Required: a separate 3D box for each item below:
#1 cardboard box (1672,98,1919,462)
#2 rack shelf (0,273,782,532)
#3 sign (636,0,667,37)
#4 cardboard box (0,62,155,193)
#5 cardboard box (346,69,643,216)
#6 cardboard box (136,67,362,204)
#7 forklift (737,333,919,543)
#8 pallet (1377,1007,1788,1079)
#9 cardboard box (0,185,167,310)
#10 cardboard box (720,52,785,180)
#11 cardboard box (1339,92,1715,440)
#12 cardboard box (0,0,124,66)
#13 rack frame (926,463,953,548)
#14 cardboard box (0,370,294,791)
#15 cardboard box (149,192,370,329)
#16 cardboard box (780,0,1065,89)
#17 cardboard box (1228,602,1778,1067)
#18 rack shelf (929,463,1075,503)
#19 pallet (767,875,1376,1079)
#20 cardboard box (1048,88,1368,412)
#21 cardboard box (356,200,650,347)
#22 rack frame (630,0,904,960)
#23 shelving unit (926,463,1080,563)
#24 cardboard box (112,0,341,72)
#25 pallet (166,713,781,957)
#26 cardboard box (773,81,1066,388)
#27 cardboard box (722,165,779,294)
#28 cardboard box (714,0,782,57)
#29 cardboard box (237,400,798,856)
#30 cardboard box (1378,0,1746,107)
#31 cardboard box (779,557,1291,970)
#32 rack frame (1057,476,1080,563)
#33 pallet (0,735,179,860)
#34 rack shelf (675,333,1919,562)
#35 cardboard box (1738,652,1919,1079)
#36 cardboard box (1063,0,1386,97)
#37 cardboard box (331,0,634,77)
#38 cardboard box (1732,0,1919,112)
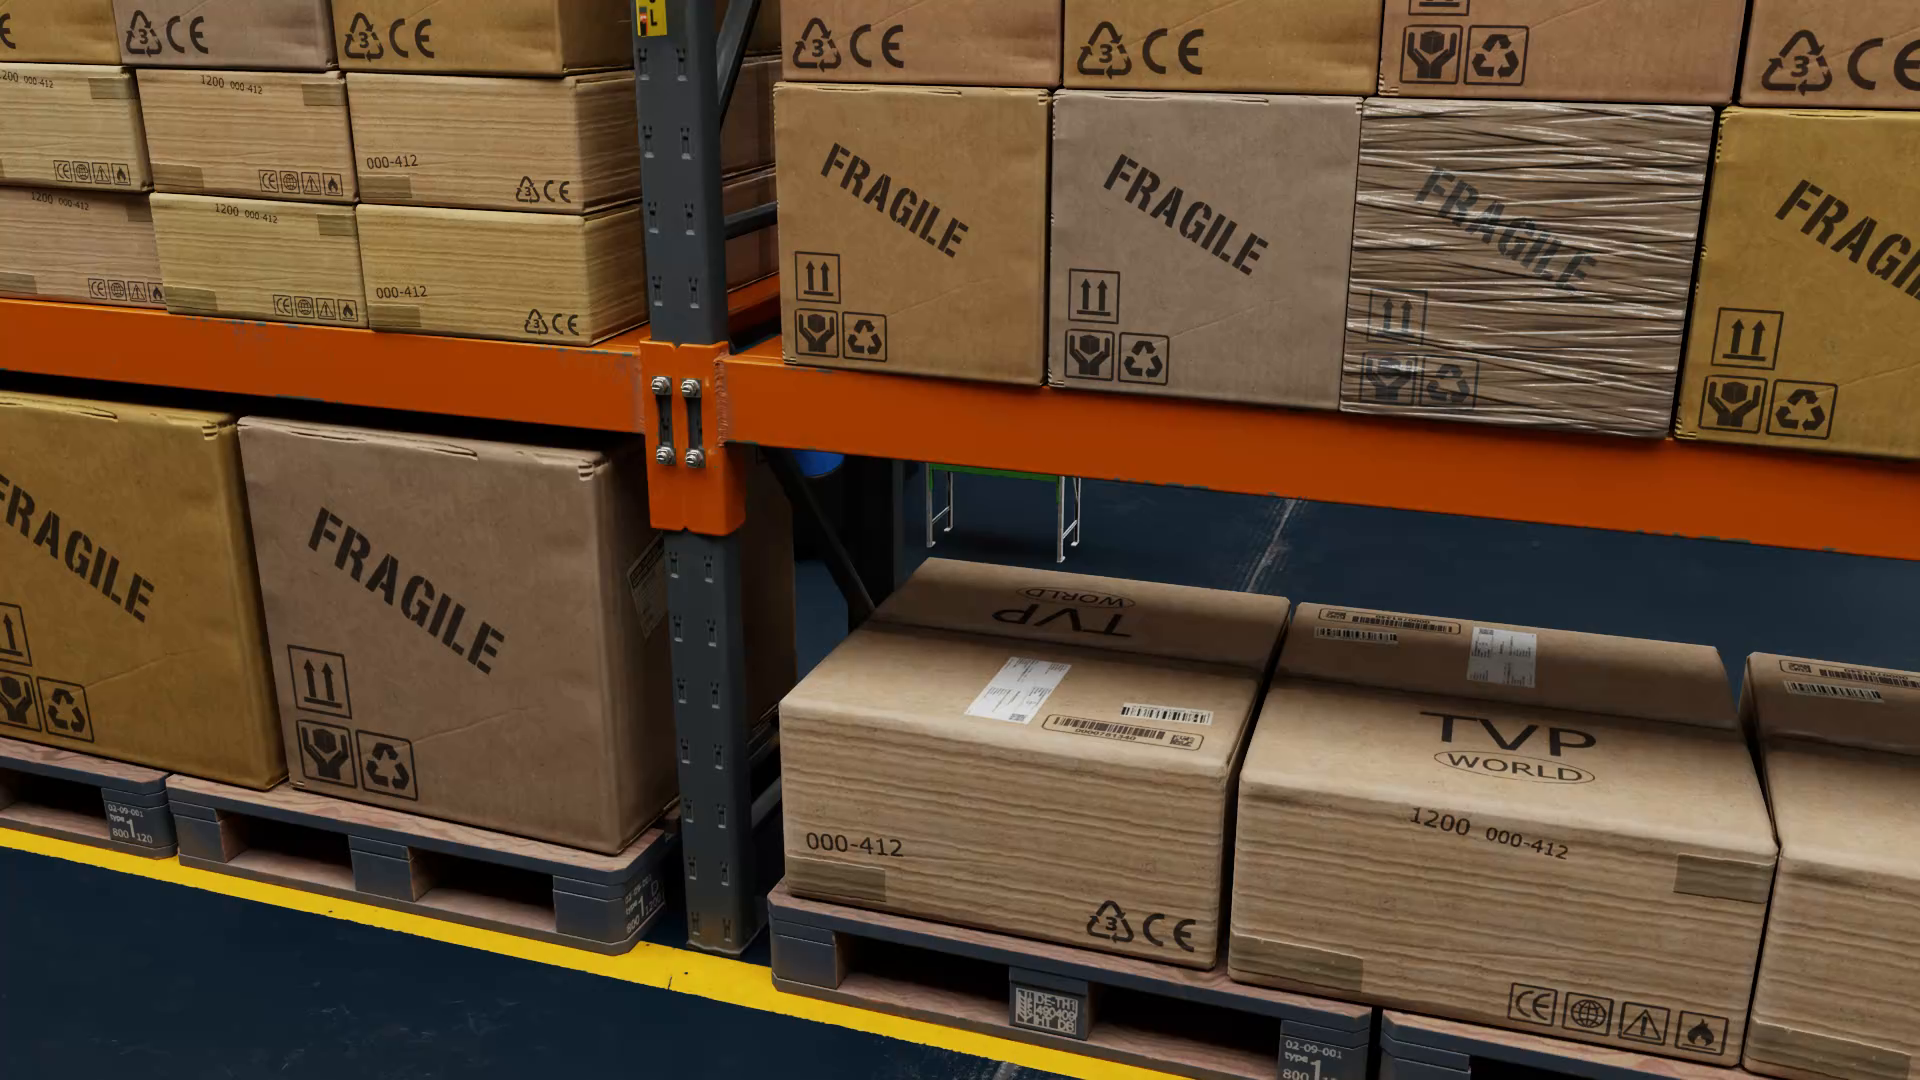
[{"bbox_3d":[1.424,-0.437,2.620,0.500,0.500,0.500,7,20,20],"label":"cardboard box"},{"bbox_3d":[-2.251,-0.565,4.232,4.000,0.370,1.077,7,20,18],"label":"rack shelf"},{"bbox_3d":[-0.531,-1.028,2.830,0.005,0.325,0.100,7,20,18],"label":"sign"},{"bbox_3d":[-1.824,-0.932,3.660,0.500,0.250,0.500,7,20,19],"label":"cardboard box"},{"bbox_3d":[-0.858,-0.826,3.356,0.500,0.250,0.500,7,20,18],"label":"cardboard box"},{"bbox_3d":[-1.333,-0.877,3.505,0.500,0.250,0.500,7,20,19],"label":"cardboard box"},{"bbox_3d":[-1.736,-1.621,6.274,3.031,2.935,1.130,7,20,18],"label":"forklift"},{"bbox_3d":[1.487,0.866,3.271,1.213,0.211,1.003,7,20,18],"label":"pallet"},{"bbox_3d":[-1.820,-0.704,3.765,0.500,0.250,0.500,6,20,17],"label":"cardboard box"},{"bbox_3d":[-0.685,-0.989,3.824,0.500,0.250,0.500,6,20,16],"label":"cardboard box"},{"bbox_3d":[0.937,-0.492,2.779,0.500,0.500,0.500,7,20,18],"label":"cardboard box"},{"bbox_3d":[-1.830,-1.292,3.556,0.500,0.500,0.500,7,20,20],"label":"cardboard box"},{"bbox_3d":[-0.074,-0.575,5.903,0.015,1.200,0.240,7,20,18],"label":"rack frame"},{"bbox_3d":[-1.830,-0.021,4.169,0.875,0.875,0.875,7,20,20],"label":"cardboard box"},{"bbox_3d":[-1.349,-0.643,3.592,0.500,0.250,0.500,6,20,17],"label":"cardboard box"},{"bbox_3d":[0.008,-1.081,2.950,0.500,0.500,0.500,7,20,18],"label":"cardboard box"},{"bbox_3d":[1.042,0.521,3.280,0.875,0.438,0.875,6,20,16],"label":"cardboard box"},{"bbox_3d":[0.156,-0.262,5.927,0.480,0.148,0.258,7,20,18],"label":"rack shelf"},{"bbox_3d":[0.331,0.735,3.648,1.213,0.211,1.003,7,20,18],"label":"pallet"},{"bbox_3d":[0.469,-0.548,2.939,0.500,0.500,0.500,7,20,18],"label":"cardboard box"},{"bbox_3d":[-0.868,-0.588,3.433,0.500,0.250,0.500,6,20,17],"label":"cardboard box"},{"bbox_3d":[-0.362,-0.688,3.494,0.127,3.000,1.000,7,20,18],"label":"rack frame"},{"bbox_3d":[0.156,-0.549,5.827,0.503,1.200,0.258,7,20,18],"label":"shelving unit"},{"bbox_3d":[-1.358,-1.232,3.381,0.500,0.500,0.500,7,20,19],"label":"cardboard box"},{"bbox_3d":[-1.116,0.568,4.125,1.213,0.211,1.003,7,20,18],"label":"pallet"},{"bbox_3d":[-0.005,-0.604,3.099,0.500,0.500,0.500,7,20,20],"label":"cardboard box"},{"bbox_3d":[-0.691,-0.747,3.891,0.500,0.250,0.500,6,20,17],"label":"cardboard box"},{"bbox_3d":[-0.683,-1.345,3.706,0.500,0.500,0.500,7,20,19],"label":"cardboard box"},{"bbox_3d":[-0.974,0.074,3.896,0.875,0.875,0.875,7,20,20],"label":"cardboard box"},{"bbox_3d":[0.964,-0.966,2.619,0.500,0.500,0.500,7,20,19],"label":"cardboard box"},{"bbox_3d":[0.196,0.424,3.556,0.875,0.438,0.875,6,20,17],"label":"cardboard box"},{"bbox_3d":[0.387,-0.522,5.752,0.015,1.200,0.240,7,20,18],"label":"rack frame"},{"bbox_3d":[-2.272,0.437,4.501,1.213,0.211,1.003,7,20,18],"label":"pallet"},{"bbox_3d":[1.527,-0.133,2.993,4.000,0.370,1.077,7,20,18],"label":"rack shelf"},{"bbox_3d":[1.893,0.619,2.999,0.875,0.438,0.875,7,20,20],"label":"cardboard box"},{"bbox_3d":[0.483,-1.025,2.787,0.500,0.500,0.500,6,20,17],"label":"cardboard box"},{"bbox_3d":[-0.866,-1.178,3.228,0.500,0.500,0.500,7,20,20],"label":"cardboard box"},{"bbox_3d":[1.439,-0.910,2.460,0.500,0.500,0.500,6,20,18],"label":"cardboard box"}]
